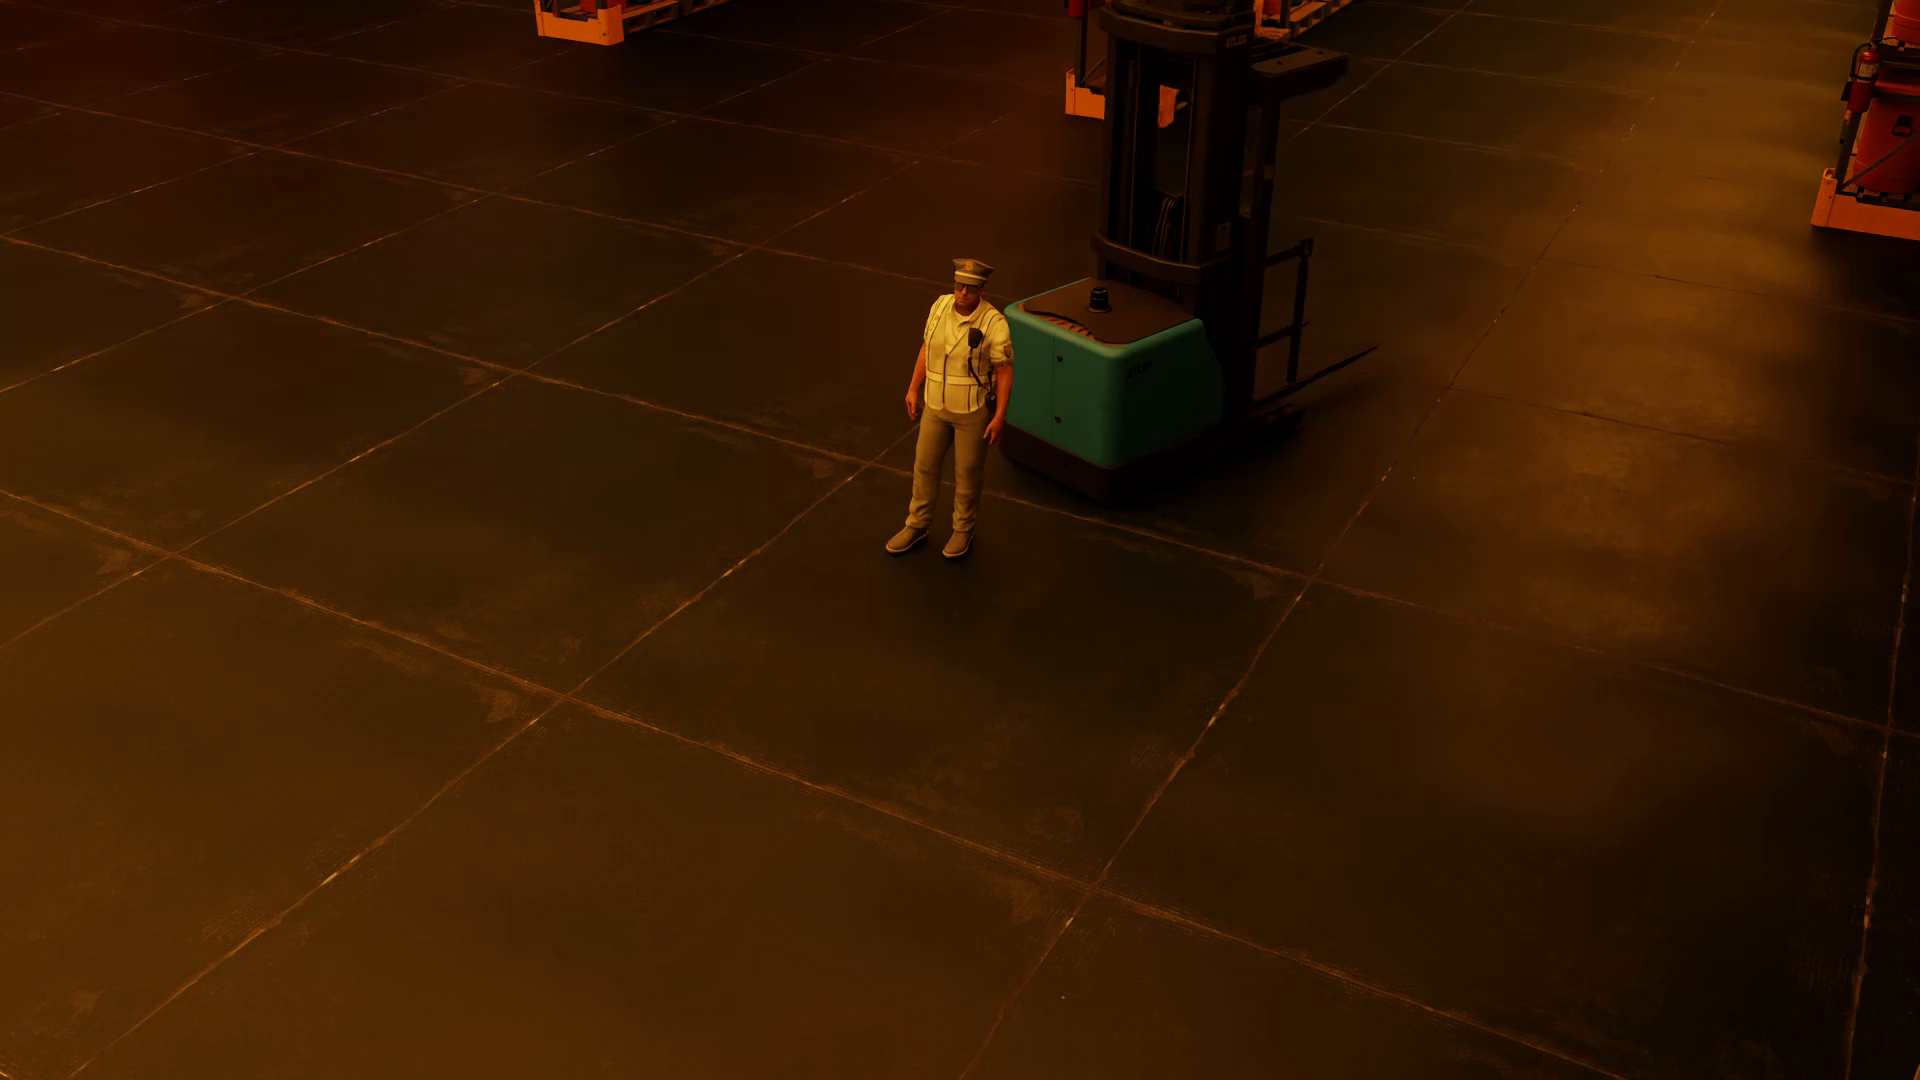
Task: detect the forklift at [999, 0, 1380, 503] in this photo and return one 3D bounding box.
[{"bbox_3d":[1.687,-2.115,10.735,3.031,2.935,1.130,-24,38,-35],"label":"forklift"}]

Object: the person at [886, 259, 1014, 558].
[{"bbox_3d":[-0.048,-0.747,9.500,0.640,1.780,0.575,15,33,25],"label":"person"}]
